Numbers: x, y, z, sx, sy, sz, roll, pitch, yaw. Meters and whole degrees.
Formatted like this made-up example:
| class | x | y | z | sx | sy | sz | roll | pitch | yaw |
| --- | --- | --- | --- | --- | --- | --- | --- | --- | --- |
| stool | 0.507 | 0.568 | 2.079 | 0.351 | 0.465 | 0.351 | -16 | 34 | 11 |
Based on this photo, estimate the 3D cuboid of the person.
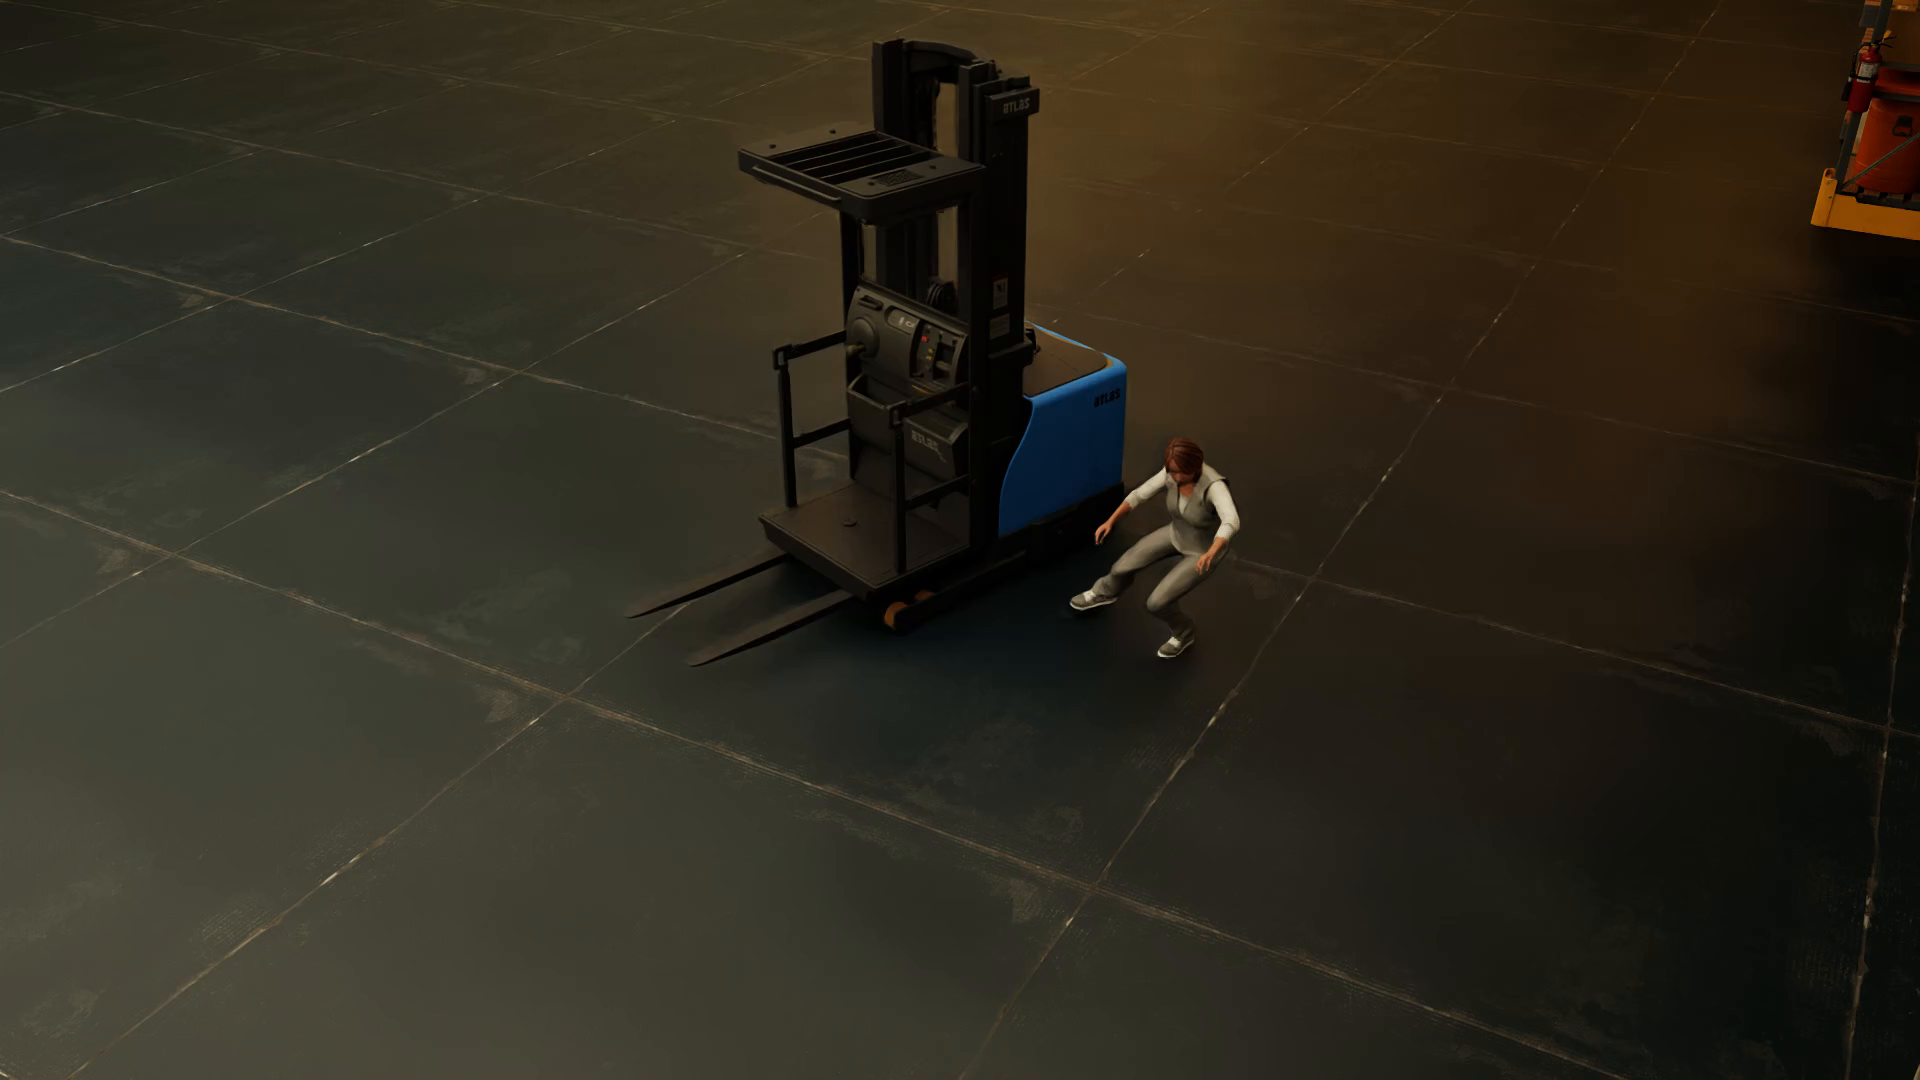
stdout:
| class | x | y | z | sx | sy | sz | roll | pitch | yaw |
| --- | --- | --- | --- | --- | --- | --- | --- | --- | --- |
| person | 1.025 | 0.050 | 8.587 | 0.766 | 1.361 | 1.208 | -24 | 38 | -35 |

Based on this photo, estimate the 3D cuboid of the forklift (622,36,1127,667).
| class | x | y | z | sx | sy | sz | roll | pitch | yaw |
| --- | --- | --- | --- | --- | --- | --- | --- | --- | --- |
| forklift | -0.452 | -1.060 | 8.908 | 3.031 | 2.935 | 1.130 | -24 | 38 | -35 |
